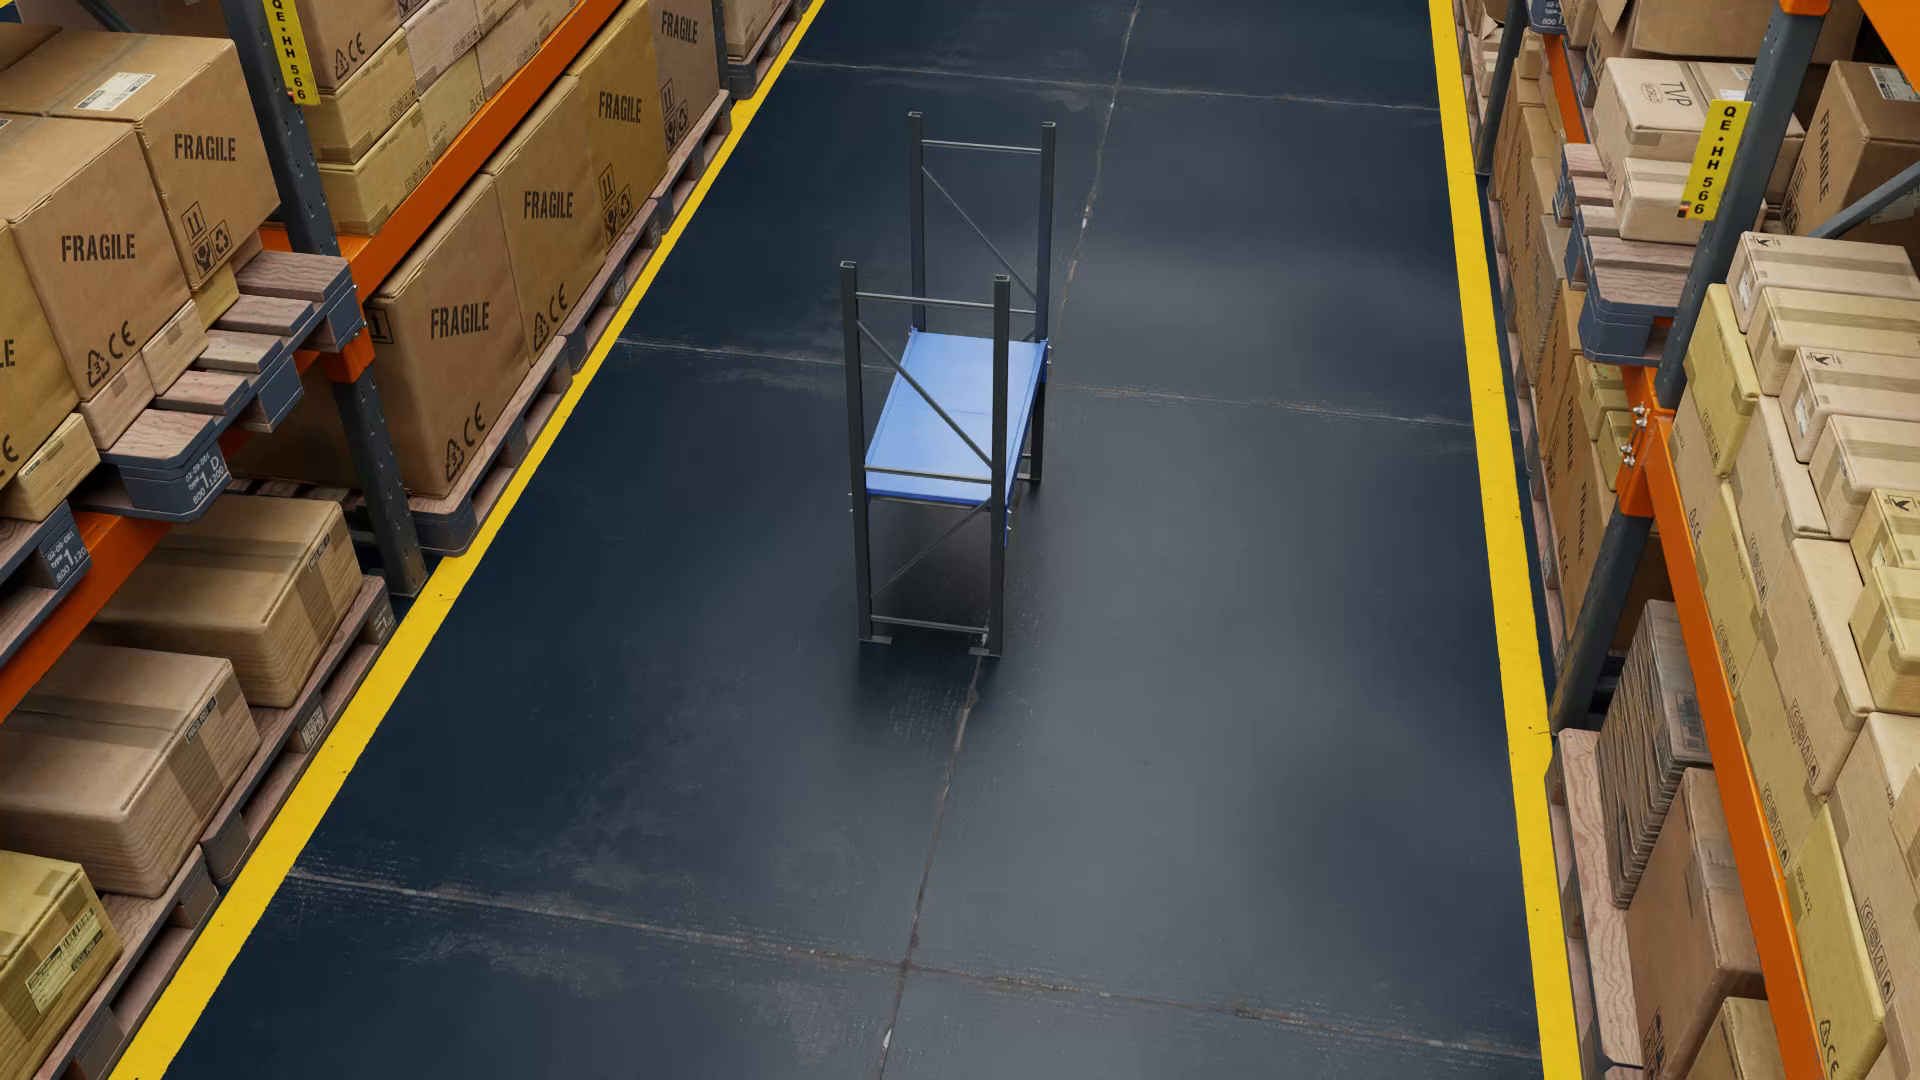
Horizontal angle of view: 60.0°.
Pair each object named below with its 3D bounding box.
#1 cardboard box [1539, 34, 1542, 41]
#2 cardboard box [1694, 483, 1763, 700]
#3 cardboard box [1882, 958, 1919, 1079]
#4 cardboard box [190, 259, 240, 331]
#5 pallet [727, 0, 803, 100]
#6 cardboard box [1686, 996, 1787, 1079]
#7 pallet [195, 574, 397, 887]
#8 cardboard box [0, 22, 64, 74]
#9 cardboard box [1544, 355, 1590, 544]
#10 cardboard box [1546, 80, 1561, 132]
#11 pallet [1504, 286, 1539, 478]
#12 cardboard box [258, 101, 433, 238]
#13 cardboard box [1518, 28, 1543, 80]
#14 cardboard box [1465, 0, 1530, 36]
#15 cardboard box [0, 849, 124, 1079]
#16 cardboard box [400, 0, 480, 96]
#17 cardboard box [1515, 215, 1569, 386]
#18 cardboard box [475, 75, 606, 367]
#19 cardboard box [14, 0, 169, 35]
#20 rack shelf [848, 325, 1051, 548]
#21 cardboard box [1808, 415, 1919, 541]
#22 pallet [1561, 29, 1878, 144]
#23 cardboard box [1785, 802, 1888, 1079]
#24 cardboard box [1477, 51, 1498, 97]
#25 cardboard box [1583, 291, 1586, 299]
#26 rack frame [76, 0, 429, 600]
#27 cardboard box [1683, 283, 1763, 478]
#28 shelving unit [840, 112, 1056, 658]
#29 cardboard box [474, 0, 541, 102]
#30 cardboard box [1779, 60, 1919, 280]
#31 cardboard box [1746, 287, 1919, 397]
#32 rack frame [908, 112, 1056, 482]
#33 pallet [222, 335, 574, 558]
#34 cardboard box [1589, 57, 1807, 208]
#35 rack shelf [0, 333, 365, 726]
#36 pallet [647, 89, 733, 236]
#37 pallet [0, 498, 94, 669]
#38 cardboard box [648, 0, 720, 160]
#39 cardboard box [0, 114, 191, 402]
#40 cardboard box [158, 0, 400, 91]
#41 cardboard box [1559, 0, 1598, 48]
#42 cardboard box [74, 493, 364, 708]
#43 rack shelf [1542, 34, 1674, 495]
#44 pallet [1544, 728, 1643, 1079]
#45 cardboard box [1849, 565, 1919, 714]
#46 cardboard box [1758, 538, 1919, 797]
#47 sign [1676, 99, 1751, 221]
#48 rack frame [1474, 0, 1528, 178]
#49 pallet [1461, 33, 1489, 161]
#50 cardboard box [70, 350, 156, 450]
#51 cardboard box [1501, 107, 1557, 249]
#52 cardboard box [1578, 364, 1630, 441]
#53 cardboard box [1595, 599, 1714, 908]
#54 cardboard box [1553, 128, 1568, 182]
[{"bbox_3d":[2.873,-2.360,7.639,0.380,0.149,0.250,6,40,7],"label":"cardboard box"},{"bbox_3d":[2.036,0.136,3.849,0.500,0.250,0.500,6,40,7],"label":"cardboard box"},{"bbox_3d":[1.762,0.907,2.525,0.500,0.250,0.500,7,40,9],"label":"cardboard box"},{"bbox_3d":[-2.244,-0.691,4.599,0.380,0.149,0.250,7,40,8],"label":"cardboard box"},{"bbox_3d":[-1.544,-2.938,9.638,1.003,0.211,1.213,6,40,8],"label":"pallet"},{"bbox_3d":[2.102,1.488,3.630,0.875,0.625,0.625,5,40,6],"label":"cardboard box"},{"bbox_3d":[-2.581,0.531,5.442,1.003,0.211,1.213,6,40,8],"label":"pallet"},{"bbox_3d":[-2.750,-1.092,4.575,0.500,0.500,0.500,5,40,6],"label":"cardboard box"},{"bbox_3d":[2.403,-0.289,5.878,0.500,0.500,0.500,6,40,7],"label":"cardboard box"},{"bbox_3d":[2.808,-1.907,7.325,0.380,0.149,0.250,4,40,5],"label":"cardboard box"},{"bbox_3d":[2.825,-0.642,6.860,1.003,0.211,1.213,6,40,8],"label":"pallet"},{"bbox_3d":[-2.112,-1.255,5.532,0.500,0.250,0.500,6,40,7],"label":"cardboard box"},{"bbox_3d":[2.813,-2.252,7.742,0.380,0.149,0.250,8,40,10],"label":"cardboard box"},{"bbox_3d":[3.264,-3.151,9.339,0.700,0.500,0.500,5,40,6],"label":"cardboard box"},{"bbox_3d":[-2.809,1.110,4.286,0.950,0.372,0.625,8,40,9],"label":"cardboard box"},{"bbox_3d":[-2.023,-1.783,5.778,0.500,0.250,0.500,7,40,9],"label":"cardboard box"},{"bbox_3d":[2.563,-0.946,6.672,0.500,0.500,0.500,5,40,6],"label":"cardboard box"},{"bbox_3d":[-2.085,-1.360,6.879,0.875,0.875,0.875,7,40,8],"label":"cardboard box"},{"bbox_3d":[-2.613,-1.811,5.223,0.500,0.500,0.500,5,40,6],"label":"cardboard box"},{"bbox_3d":[-0.015,-0.386,5.822,0.538,0.185,1.000,6,40,8],"label":"rack shelf"},{"bbox_3d":[2.003,-0.112,3.444,0.380,0.149,0.250,7,40,8],"label":"cardboard box"},{"bbox_3d":[2.777,-1.636,6.025,1.003,0.211,1.213,6,40,8],"label":"pallet"},{"bbox_3d":[1.862,0.785,3.064,0.500,0.250,0.500,8,40,9],"label":"cardboard box"},{"bbox_3d":[2.944,-2.444,8.760,0.380,0.149,0.250,5,40,6],"label":"cardboard box"},{"bbox_3d":[2.520,-0.927,6.141,0.380,0.149,0.250,6,40,7],"label":"cardboard box"},{"bbox_3d":[-2.444,-1.034,5.146,1.000,3.000,0.127,6,40,8],"label":"rack frame"},{"bbox_3d":[2.103,-0.375,4.074,0.500,0.250,0.500,6,40,8],"label":"cardboard box"},{"bbox_3d":[-0.015,-0.524,5.707,0.538,1.500,1.048,6,40,8],"label":"shelving unit"},{"bbox_3d":[-1.944,-1.908,6.321,0.500,0.250,0.500,8,40,9],"label":"cardboard box"},{"bbox_3d":[2.688,-0.995,4.691,0.500,0.500,0.500,8,40,10],"label":"cardboard box"},{"bbox_3d":[2.055,-0.442,3.843,0.380,0.149,0.250,7,40,9],"label":"cardboard box"},{"bbox_3d":[0.073,-0.844,6.093,0.500,1.500,0.032,6,40,8],"label":"rack frame"},{"bbox_3d":[-2.234,-0.445,6.623,1.003,0.211,1.213,6,40,8],"label":"pallet"},{"bbox_3d":[2.309,-1.290,5.245,0.500,0.250,0.500,5,40,6],"label":"cardboard box"},{"bbox_3d":[-2.790,0.499,3.857,1.077,0.370,4.000,6,40,8],"label":"rack shelf"},{"bbox_3d":[-1.811,-1.977,8.475,1.003,0.211,1.213,6,40,8],"label":"pallet"},{"bbox_3d":[-2.747,0.287,3.699,1.003,0.211,1.213,6,40,8],"label":"pallet"},{"bbox_3d":[-1.781,-2.489,8.244,0.875,0.875,0.875,8,40,9],"label":"cardboard box"},{"bbox_3d":[-2.328,-0.707,4.110,0.500,0.500,0.500,6,40,7],"label":"cardboard box"},{"bbox_3d":[-2.118,-1.740,5.137,0.500,0.500,0.500,5,40,6],"label":"cardboard box"},{"bbox_3d":[2.608,-2.103,6.031,0.700,0.500,0.500,6,40,7],"label":"cardboard box"},{"bbox_3d":[-2.552,0.171,5.422,0.950,0.372,0.625,4,40,5],"label":"cardboard box"},{"bbox_3d":[2.791,-1.466,6.234,1.077,0.370,4.000,6,40,8],"label":"rack shelf"},{"bbox_3d":[2.264,1.099,4.756,1.003,0.211,1.213,6,40,8],"label":"pallet"},{"bbox_3d":[1.887,0.202,3.065,0.380,0.149,0.250,7,40,9],"label":"cardboard box"},{"bbox_3d":[1.932,0.269,3.296,0.500,0.250,0.500,5,40,7],"label":"cardboard box"},{"bbox_3d":[1.909,-0.958,4.208,0.100,0.325,0.005,6,40,8],"label":"sign"},{"bbox_3d":[3.137,-2.999,7.523,1.000,3.000,0.127,6,40,8],"label":"rack frame"},{"bbox_3d":[3.257,-2.355,8.933,1.003,0.211,1.213,6,40,8],"label":"pallet"},{"bbox_3d":[-2.295,-0.370,4.212,0.380,0.149,0.250,5,40,6],"label":"cardboard box"},{"bbox_3d":[2.749,-1.583,7.443,0.500,0.500,0.500,6,40,7],"label":"cardboard box"},{"bbox_3d":[2.298,-0.450,5.563,0.380,0.149,0.250,4,40,5],"label":"cardboard box"},{"bbox_3d":[2.324,0.655,4.638,0.875,0.625,0.625,8,40,9],"label":"cardboard box"},{"bbox_3d":[2.694,-1.581,6.931,0.380,0.149,0.250,6,40,8],"label":"cardboard box"}]
